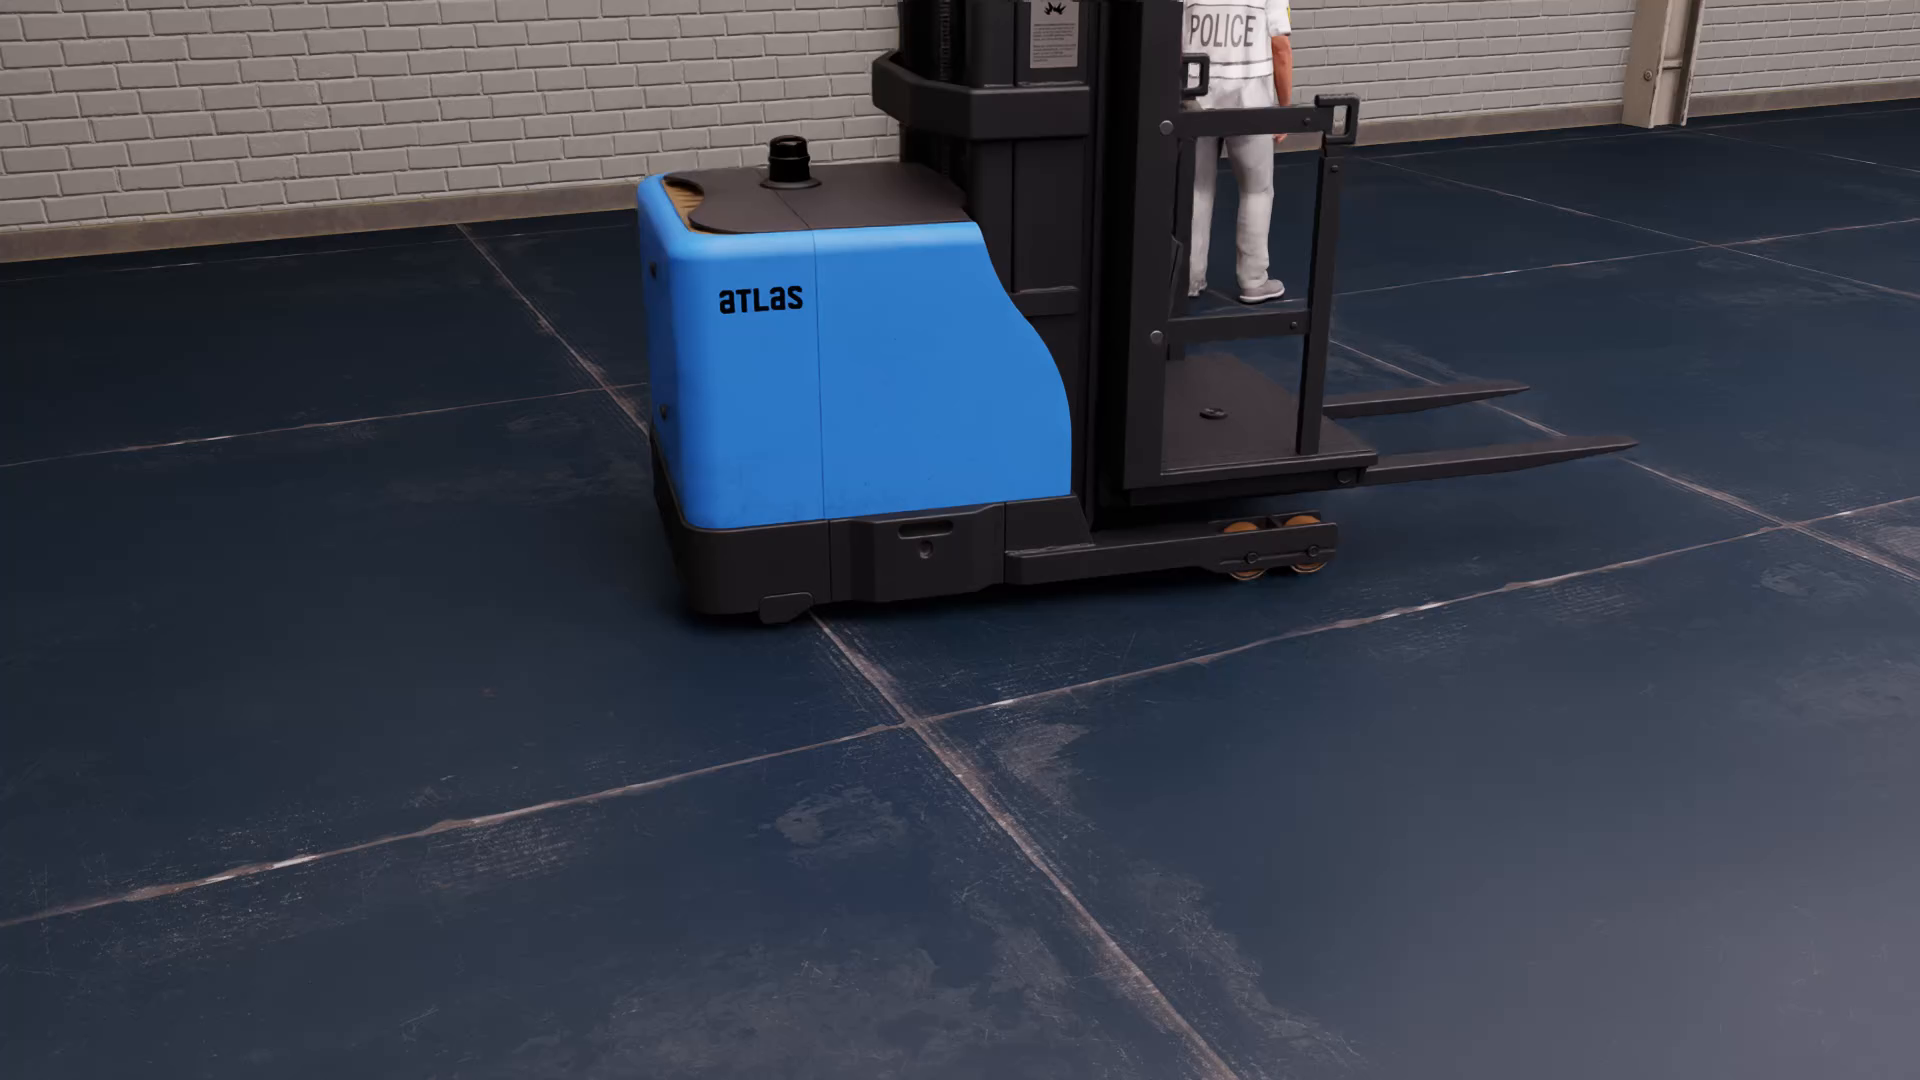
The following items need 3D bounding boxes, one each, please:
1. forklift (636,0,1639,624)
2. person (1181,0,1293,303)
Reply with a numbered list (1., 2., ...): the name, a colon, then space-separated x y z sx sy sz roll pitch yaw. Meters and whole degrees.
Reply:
1. forklift: 0.607 -1.425 4.717 3.031 2.935 1.130 -6 23 -14
2. person: 1.212 -1.963 7.553 0.604 1.747 0.443 8 24 18
